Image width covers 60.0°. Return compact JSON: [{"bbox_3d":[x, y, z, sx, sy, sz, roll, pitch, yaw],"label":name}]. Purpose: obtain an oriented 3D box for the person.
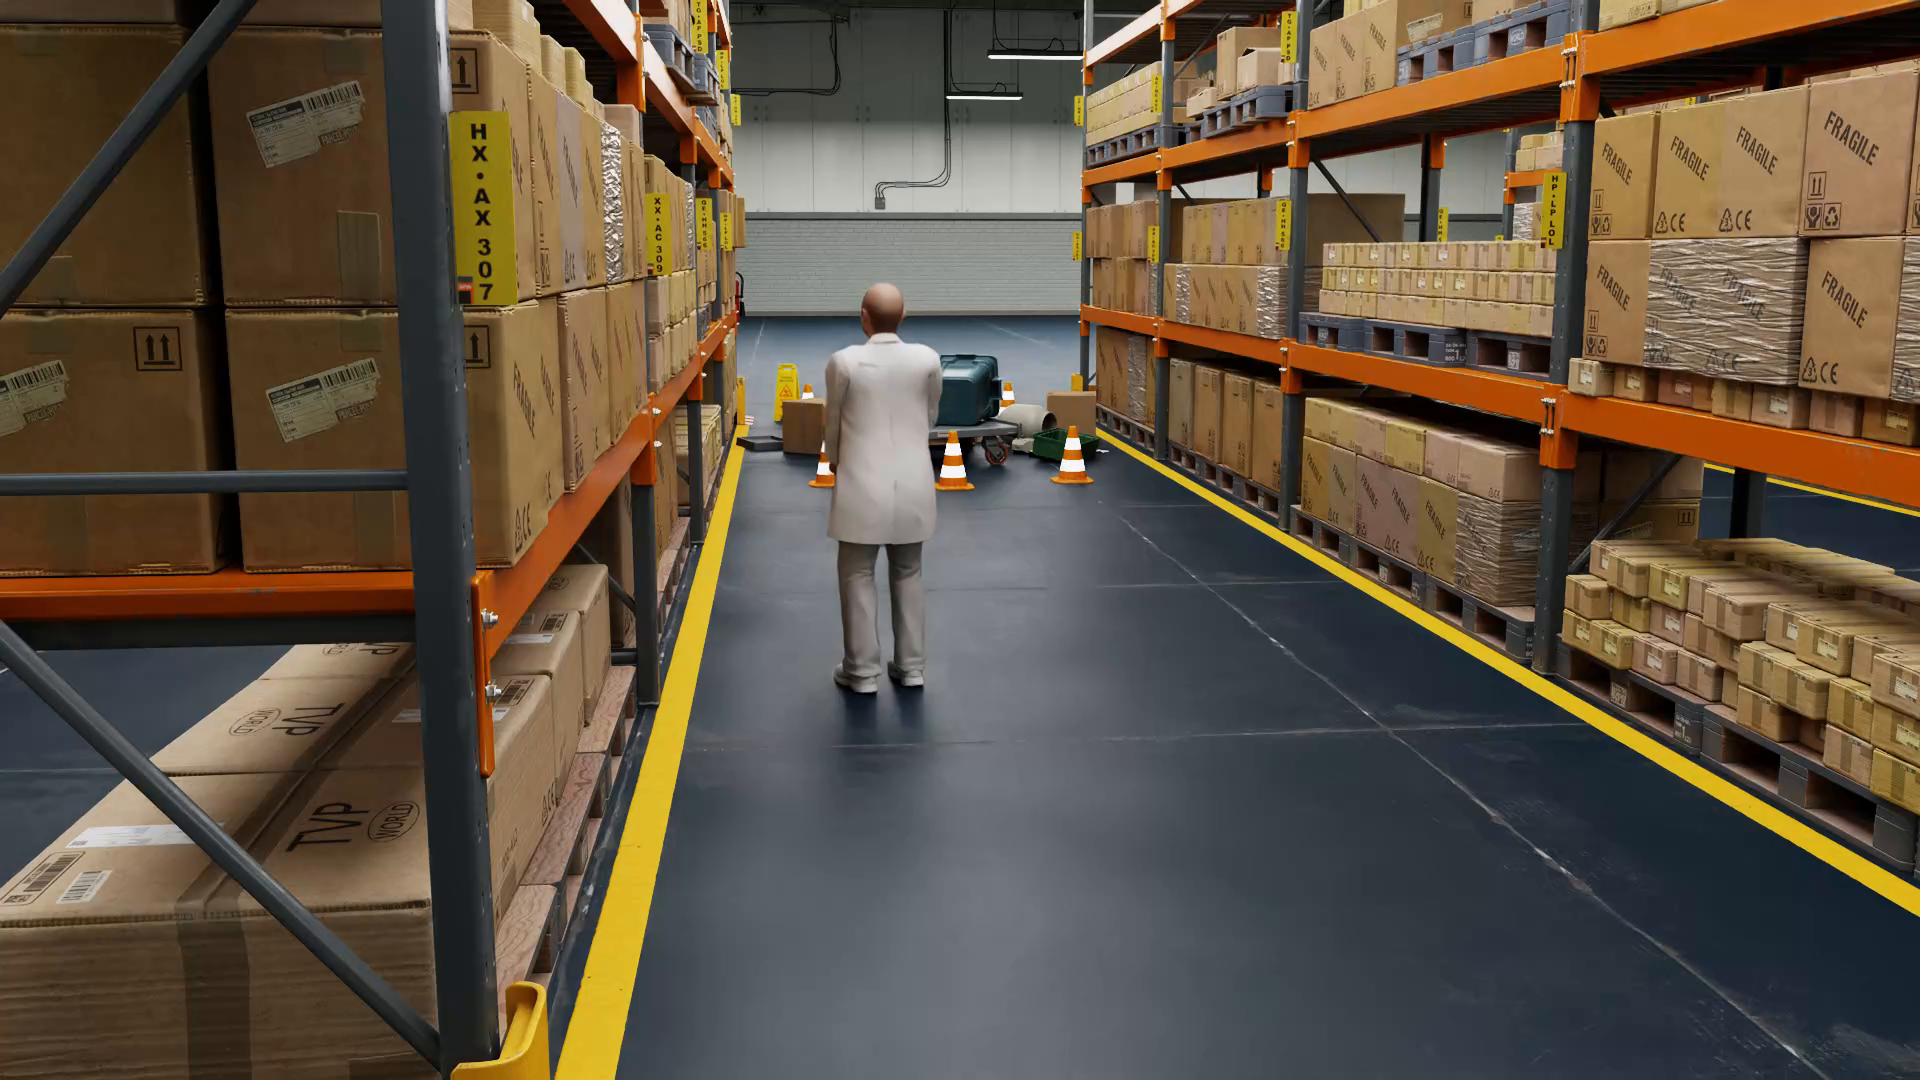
[{"bbox_3d":[-0.370,-0.240,7.342,0.527,1.776,0.543,-3,10,-19],"label":"person"}]
